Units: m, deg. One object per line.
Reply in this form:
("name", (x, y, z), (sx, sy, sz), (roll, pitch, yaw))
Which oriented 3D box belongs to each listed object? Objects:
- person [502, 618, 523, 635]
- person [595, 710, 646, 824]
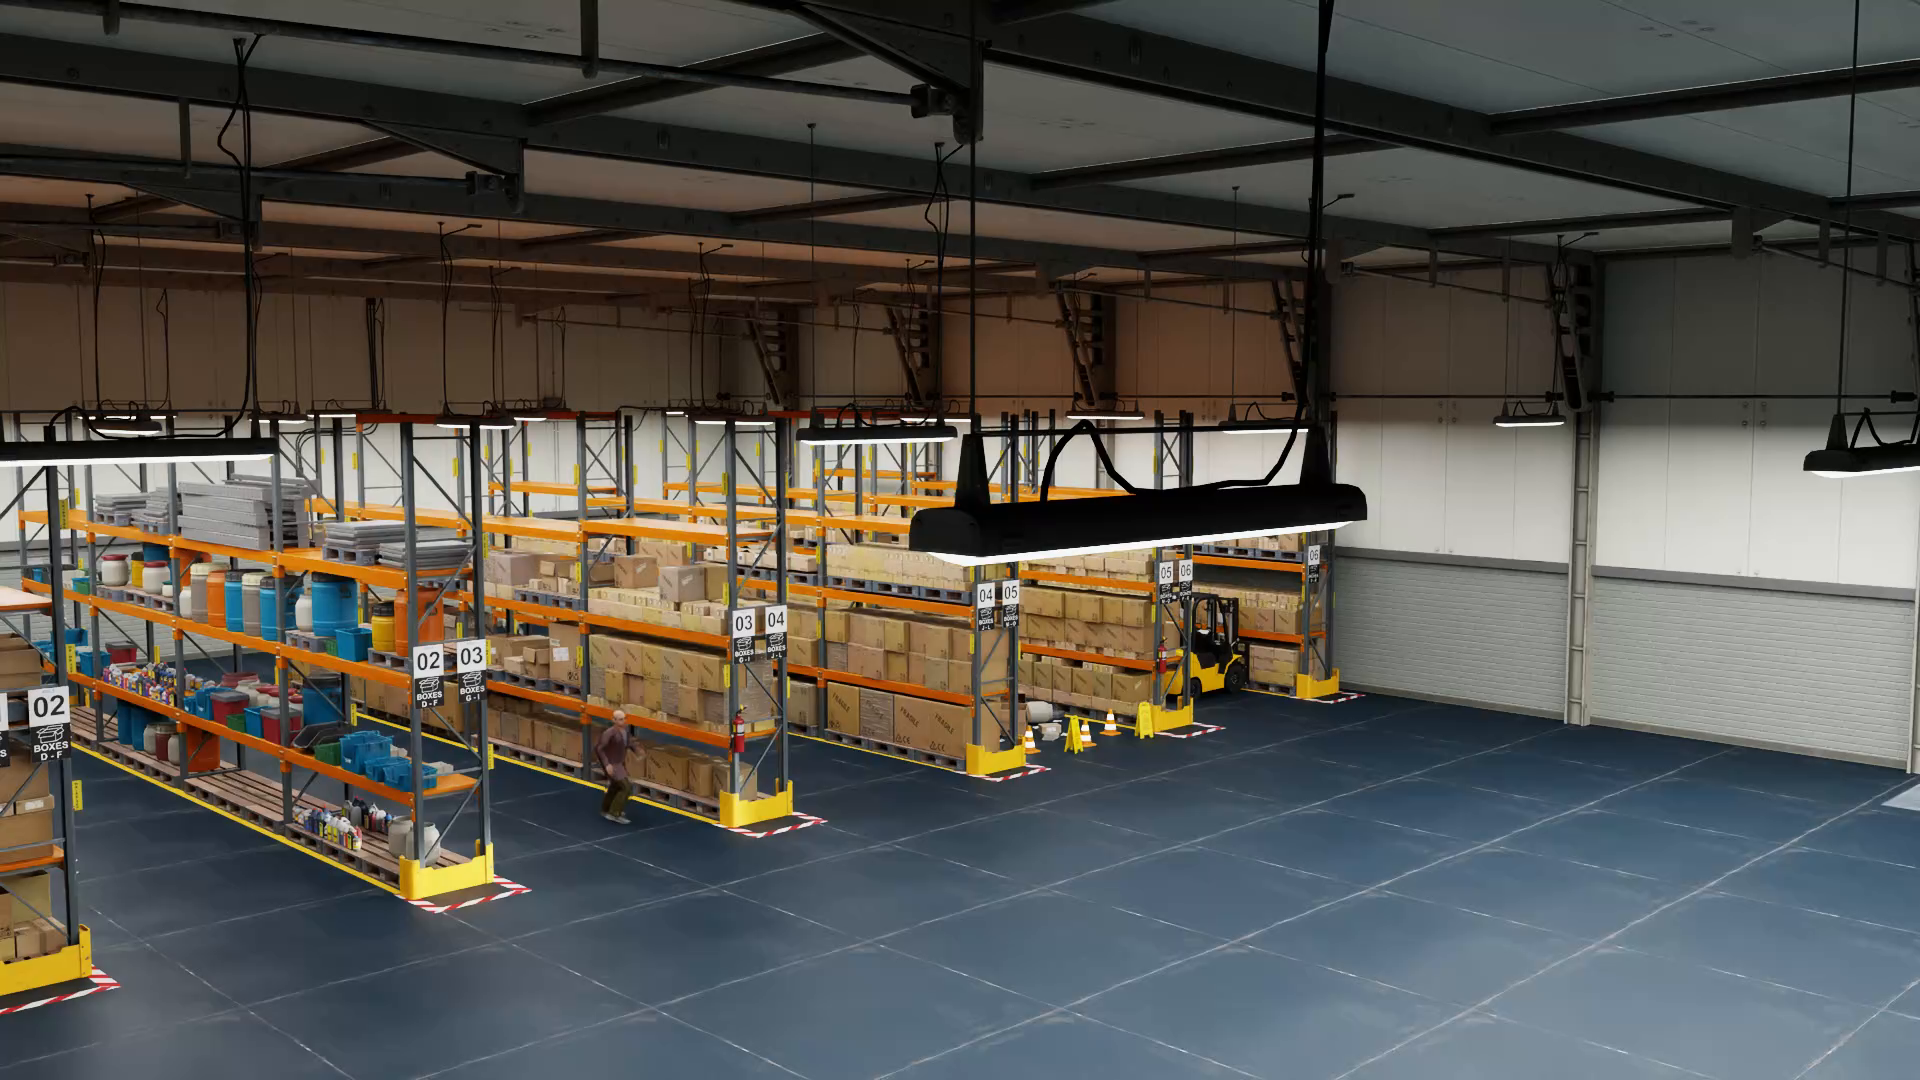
("person", (-11.305, 1.802, 42.076), (0.584, 1.784, 0.793), (1, 5, 10))
("person", (-5.071, 3.356, 24.723), (0.804, 1.715, 0.726), (1, 5, 8))
